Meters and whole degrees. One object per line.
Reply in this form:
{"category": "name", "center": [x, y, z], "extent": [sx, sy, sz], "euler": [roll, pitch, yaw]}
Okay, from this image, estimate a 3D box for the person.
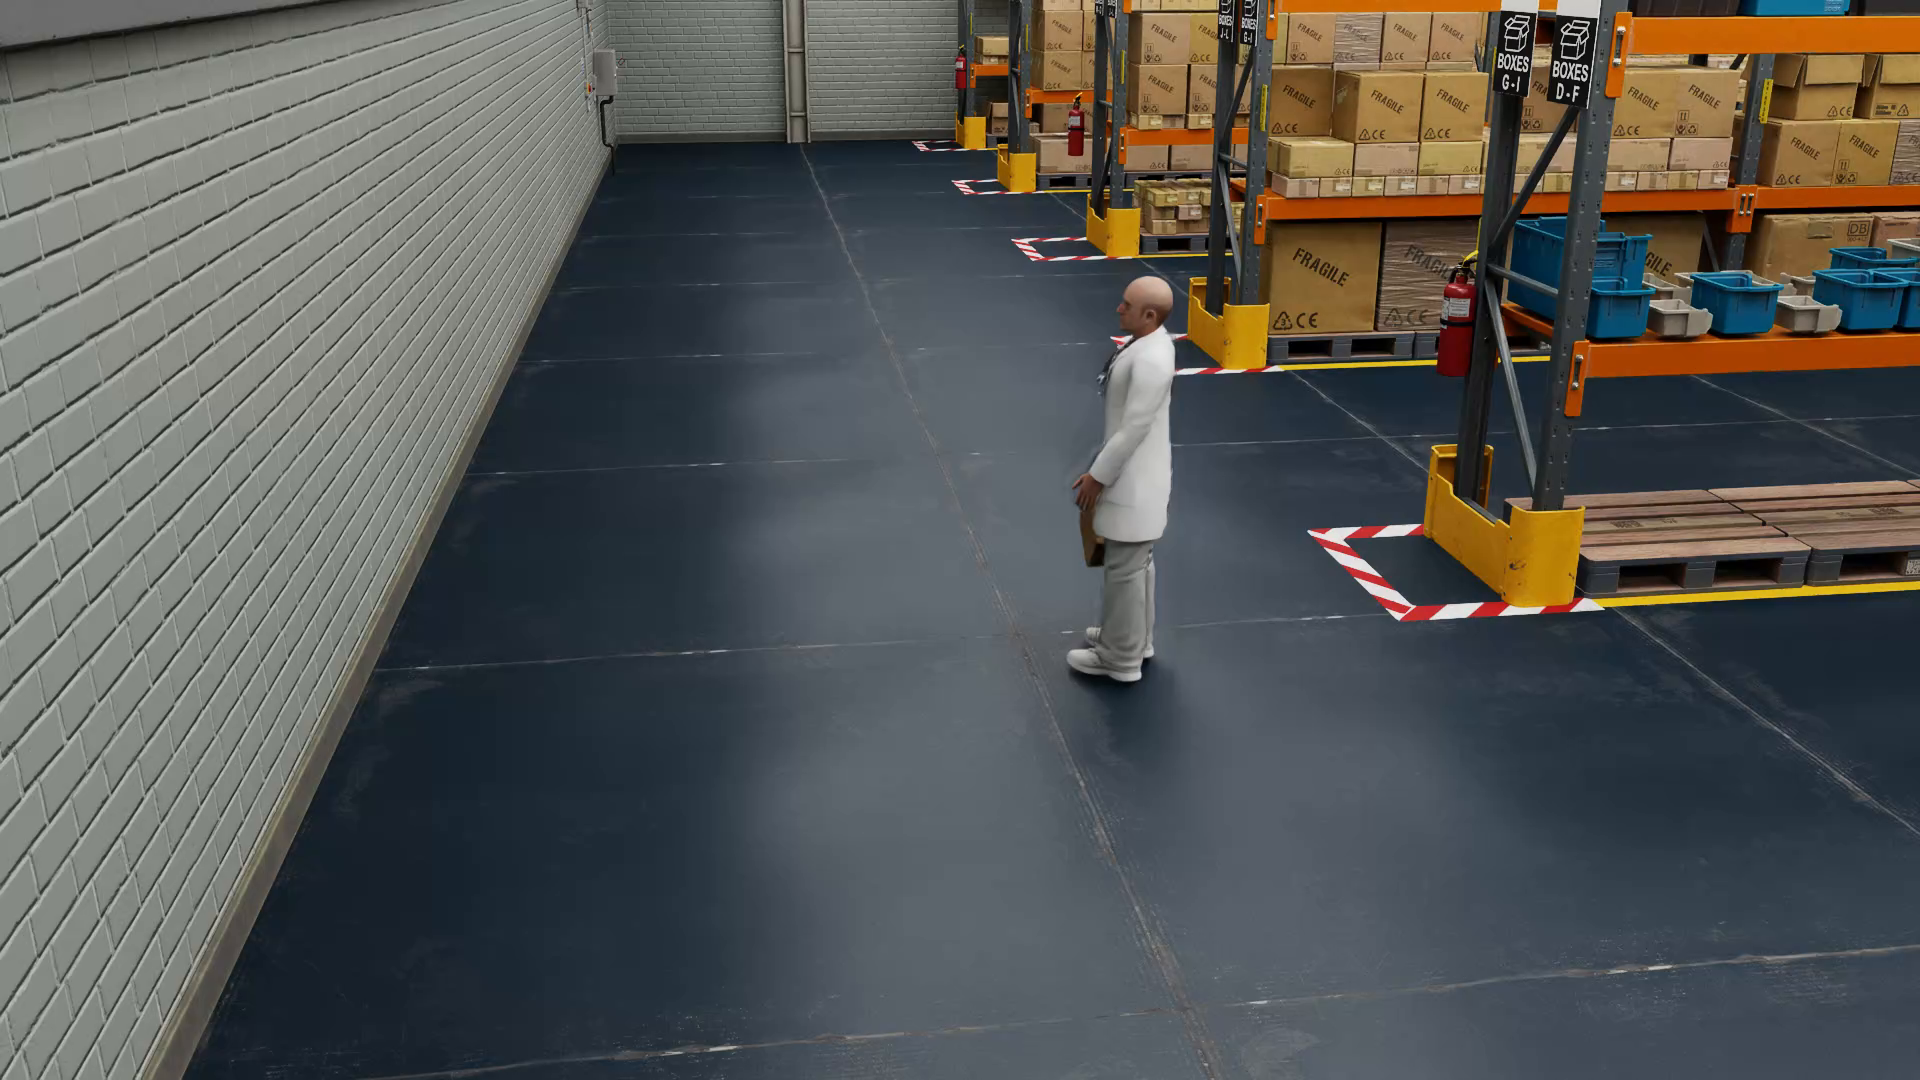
{"category": "person", "center": [0.707, -0.271, 7.281], "extent": [0.439, 1.794, 0.604], "euler": [3, 20, 8]}
